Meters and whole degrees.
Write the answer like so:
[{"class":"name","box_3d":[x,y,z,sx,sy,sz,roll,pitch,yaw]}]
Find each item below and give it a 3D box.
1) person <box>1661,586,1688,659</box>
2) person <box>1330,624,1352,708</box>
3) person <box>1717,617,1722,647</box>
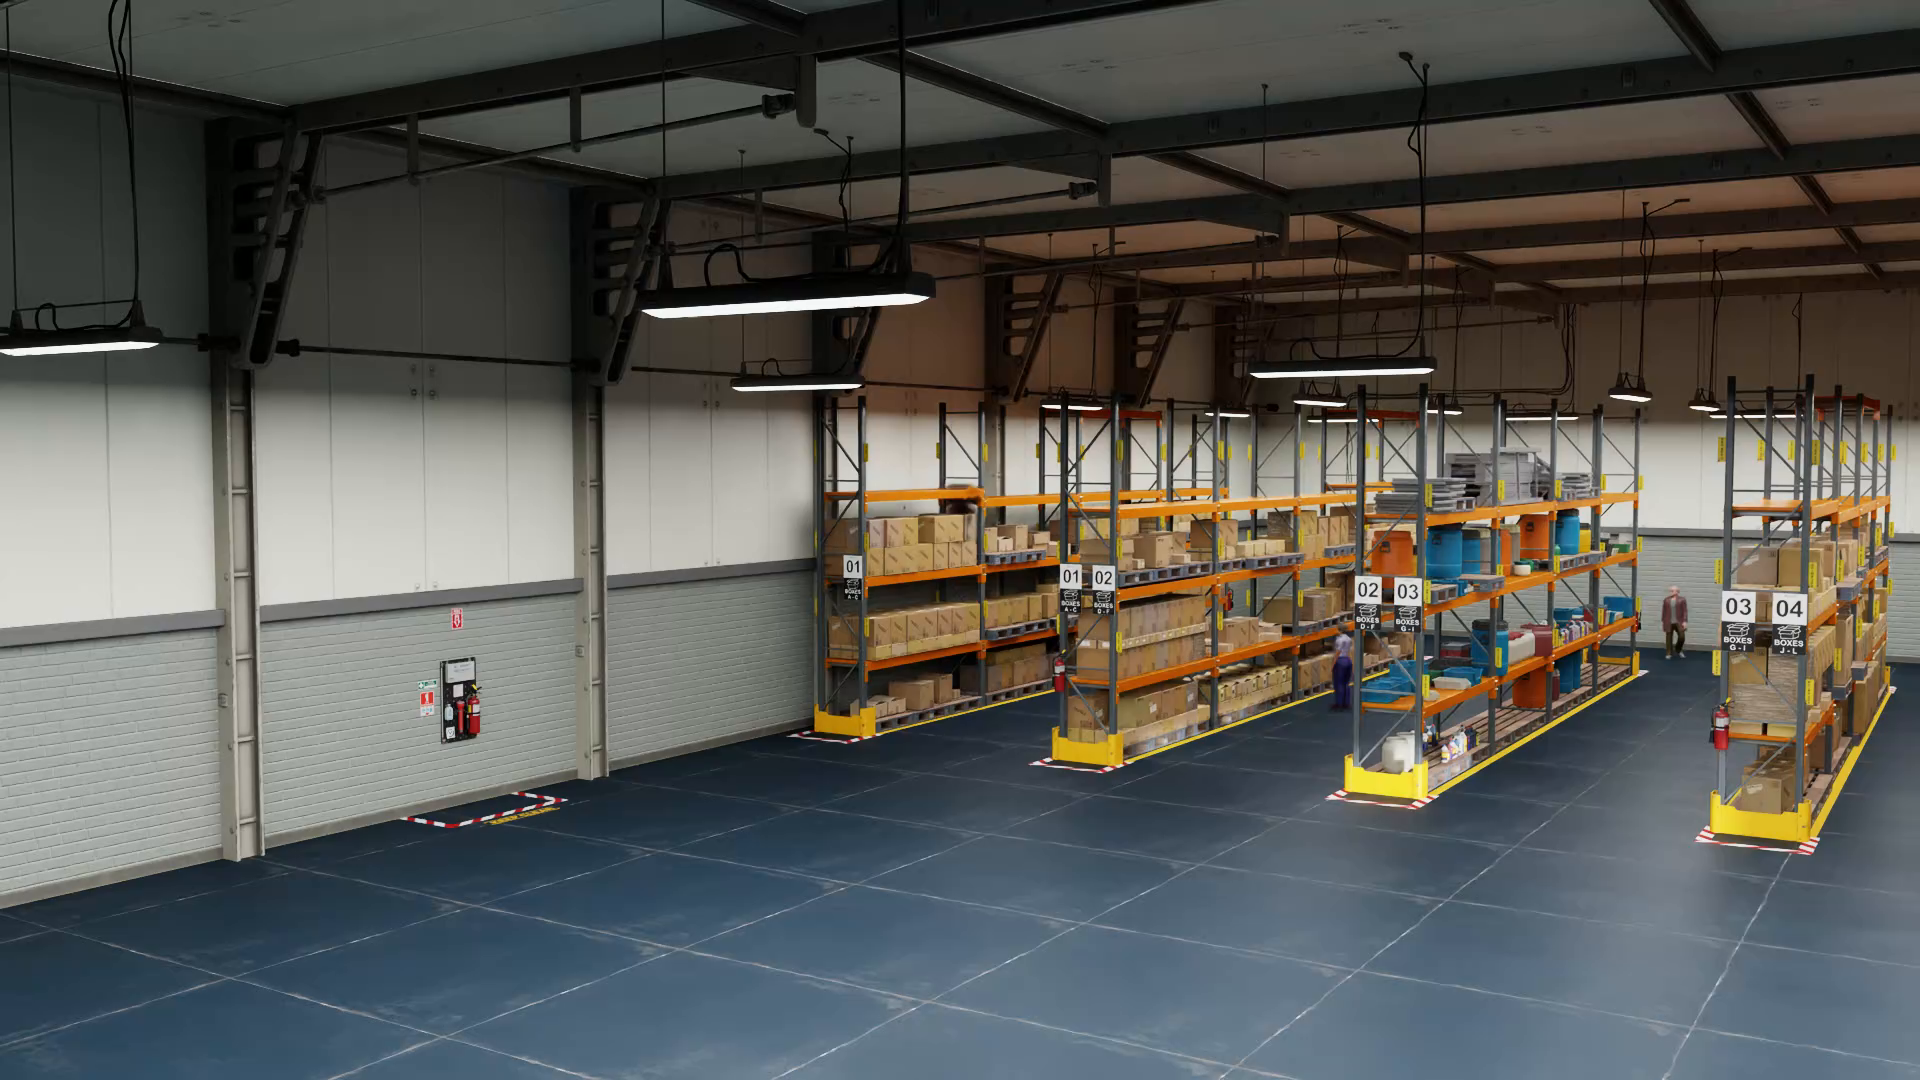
[{"class":"person","box_3d":[17.291,1.997,40.266,0.576,1.782,0.510,1,3,25]},{"class":"person","box_3d":[7.440,2.468,32.477,0.386,1.660,0.484,3,4,41]},{"class":"person","box_3d":[17.094,2.236,36.917,0.555,1.670,0.393,0,3,7]}]
